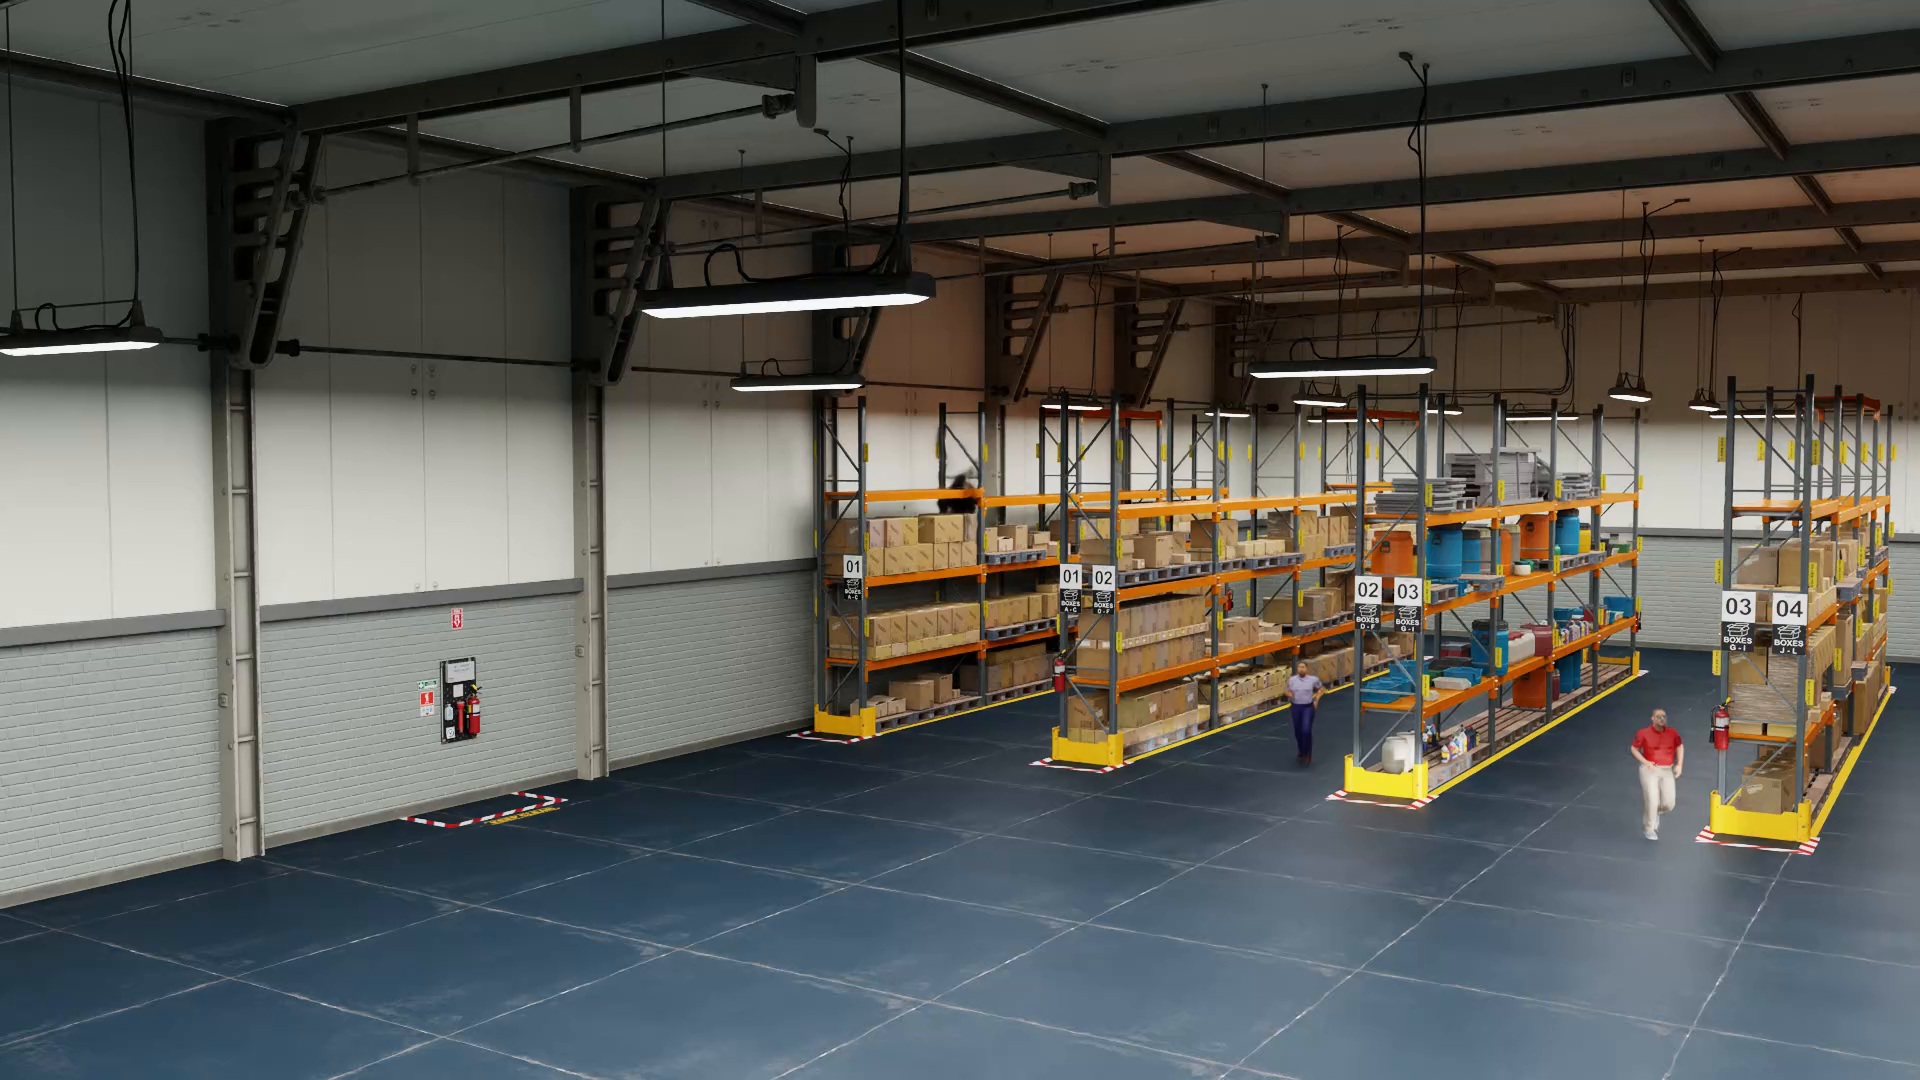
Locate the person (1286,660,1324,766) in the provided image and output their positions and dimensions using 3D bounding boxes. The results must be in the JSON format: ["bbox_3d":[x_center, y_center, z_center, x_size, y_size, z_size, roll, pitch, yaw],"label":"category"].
[{"bbox_3d":[5.532,2.785,26.831,0.554,1.687,0.759,1,3,26],"label":"person"}]

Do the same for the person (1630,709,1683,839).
[{"bbox_3d":[9.091,3.033,21.647,0.708,1.687,0.637,0,3,2],"label":"person"}]
